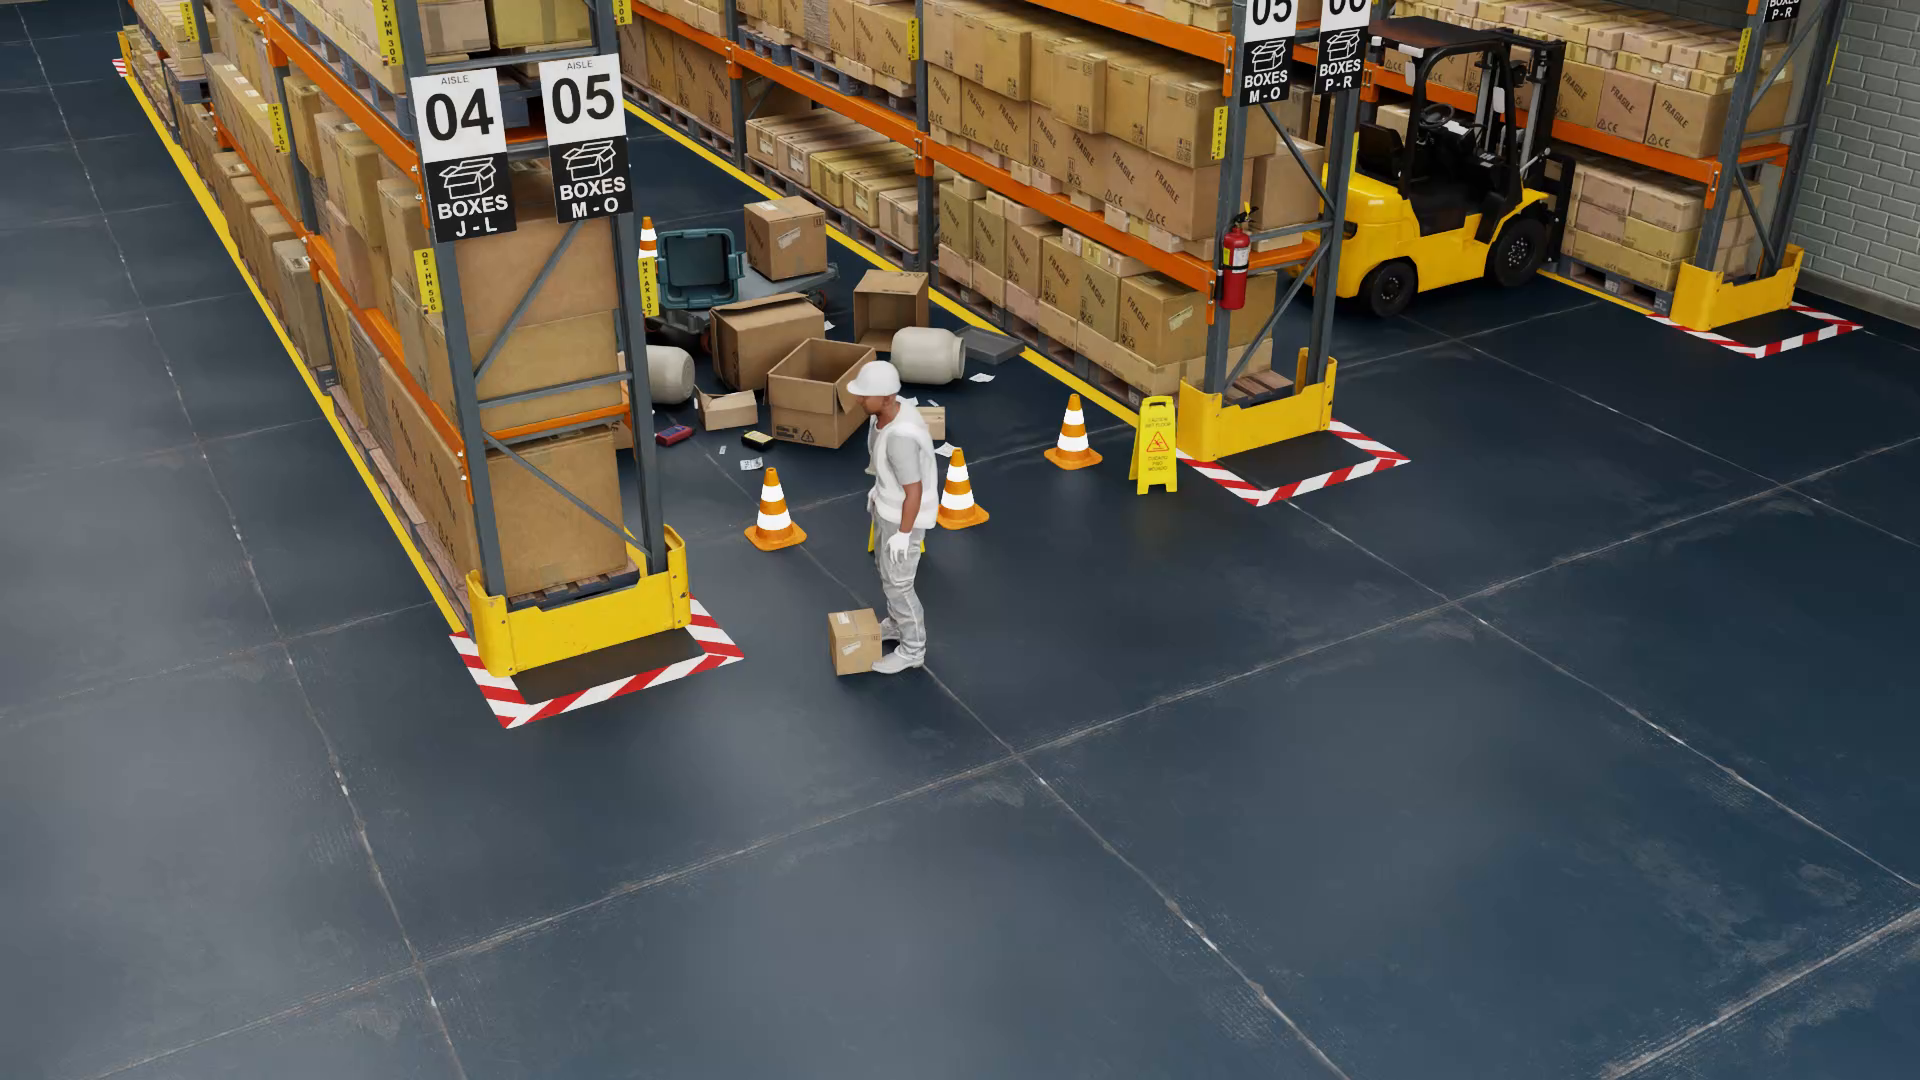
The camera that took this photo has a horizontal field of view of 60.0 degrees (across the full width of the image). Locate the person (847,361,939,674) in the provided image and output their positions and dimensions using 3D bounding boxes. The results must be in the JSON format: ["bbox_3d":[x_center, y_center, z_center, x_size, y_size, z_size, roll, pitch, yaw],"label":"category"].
[{"bbox_3d":[-0.354,-0.137,8.805,0.453,1.774,0.628,-6,29,-12],"label":"person"}]
